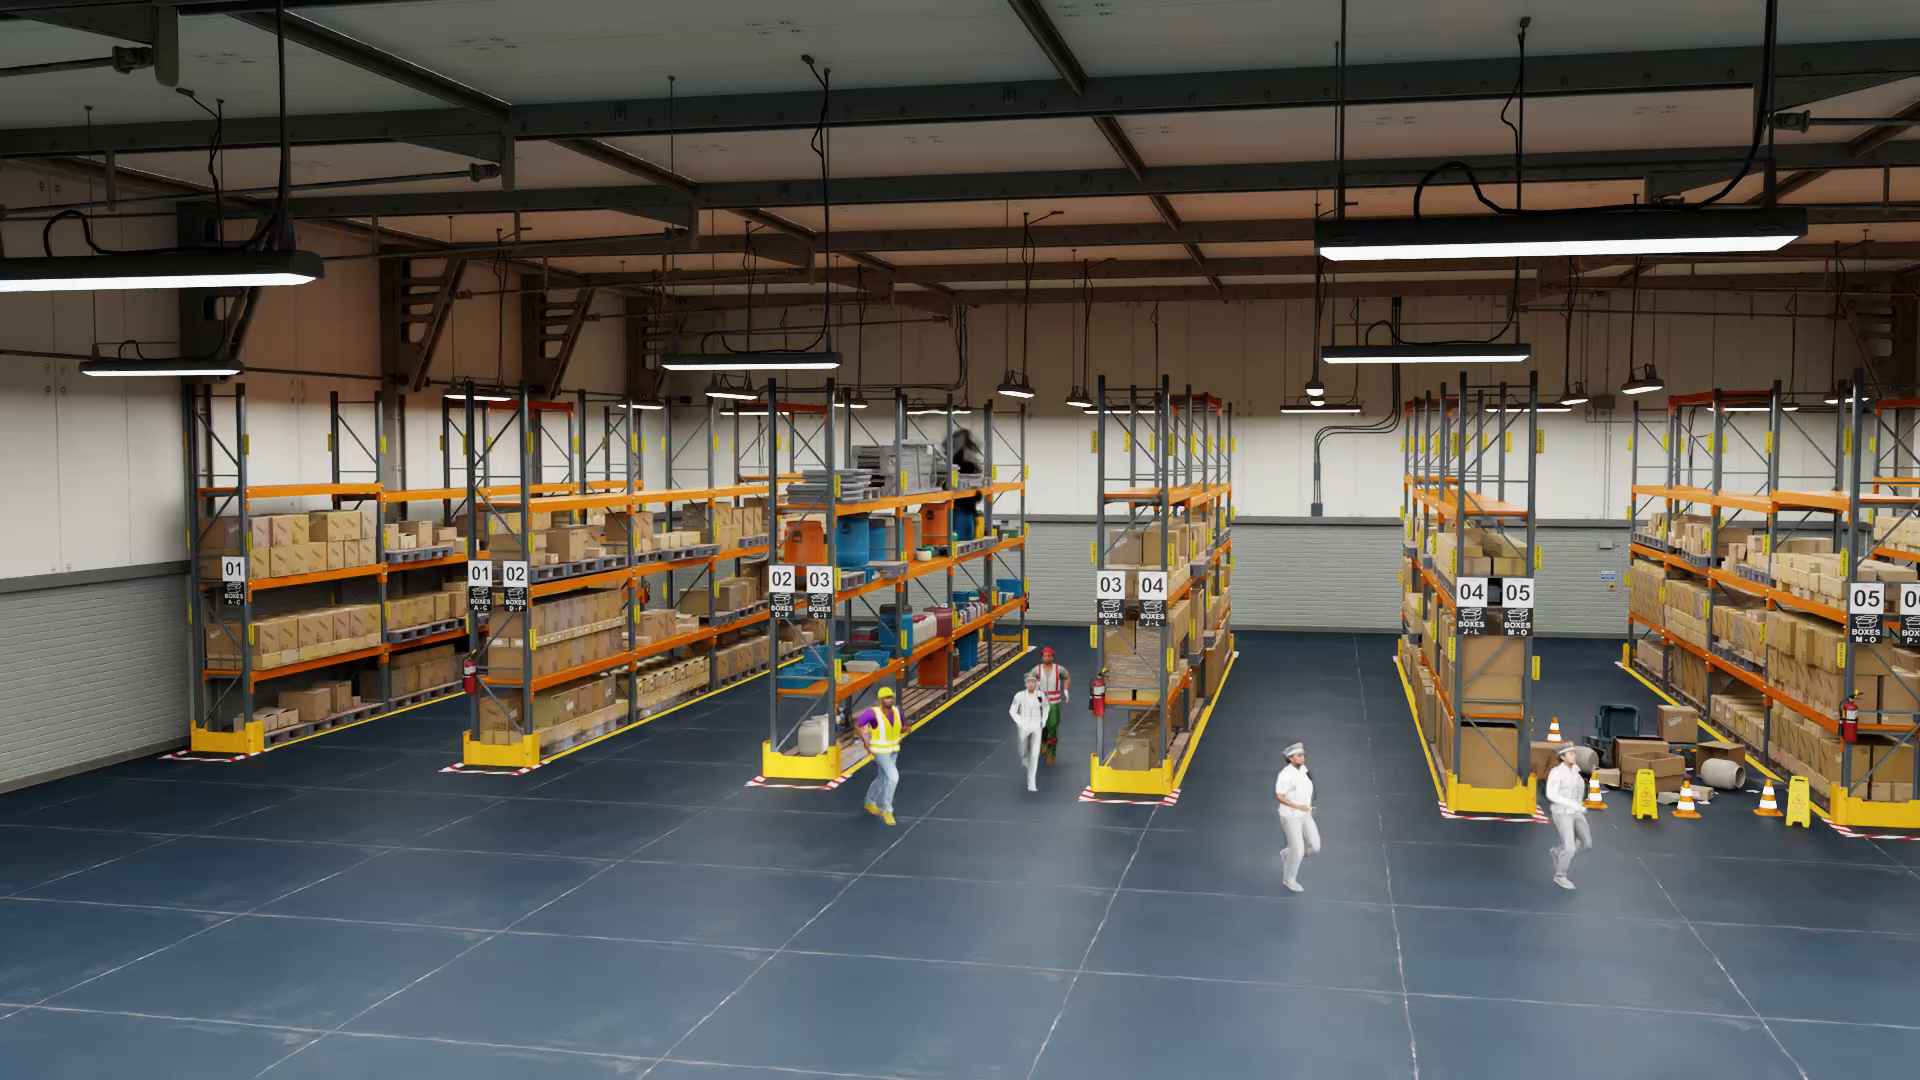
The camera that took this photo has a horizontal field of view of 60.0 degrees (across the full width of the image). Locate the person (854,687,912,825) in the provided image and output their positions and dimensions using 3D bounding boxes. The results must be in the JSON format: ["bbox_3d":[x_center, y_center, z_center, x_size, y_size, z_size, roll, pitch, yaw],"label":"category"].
[{"bbox_3d":[-0.991,2.867,22.195,0.767,1.836,0.661,3,4,41],"label":"person"}]

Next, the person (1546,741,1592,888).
[{"bbox_3d":[6.903,3.101,18.826,0.658,1.661,0.537,-2,4,-32],"label":"person"}]

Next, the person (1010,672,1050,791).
[{"bbox_3d":[1.028,2.785,24.528,0.592,1.694,1.025,0,3,4],"label":"person"}]

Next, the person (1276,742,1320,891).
[{"bbox_3d":[3.801,3.102,18.734,0.613,1.667,0.572,-3,4,-40],"label":"person"}]

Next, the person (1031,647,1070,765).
[{"bbox_3d":[1.388,2.582,26.251,0.661,1.790,0.969,1,3,10],"label":"person"}]
